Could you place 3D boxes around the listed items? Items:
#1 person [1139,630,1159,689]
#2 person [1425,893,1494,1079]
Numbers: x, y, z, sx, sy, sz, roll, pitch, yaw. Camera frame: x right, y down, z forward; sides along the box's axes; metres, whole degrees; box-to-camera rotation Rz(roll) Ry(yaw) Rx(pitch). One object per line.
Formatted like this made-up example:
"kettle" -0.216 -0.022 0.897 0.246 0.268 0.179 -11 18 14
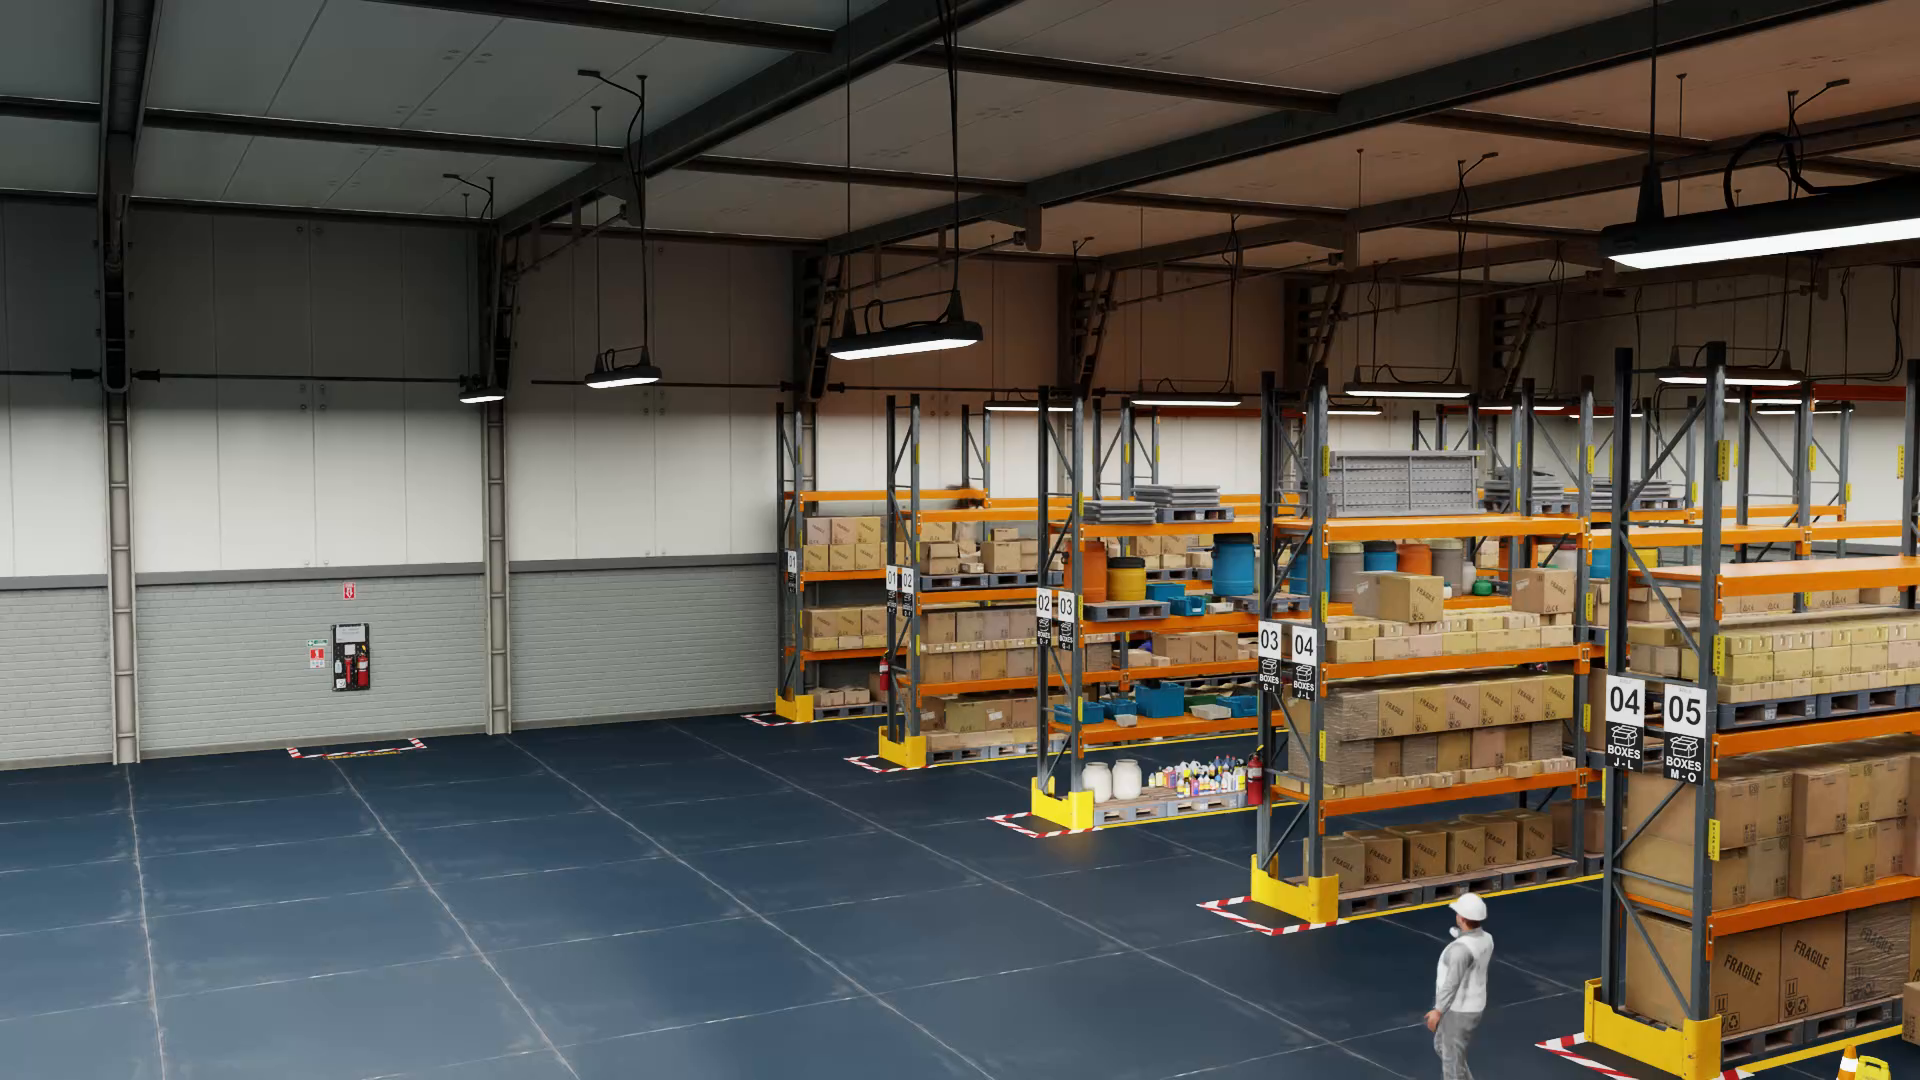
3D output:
"person" 3.591 2.539 31.756 0.454 1.654 0.363 -2 4 -25
"person" 3.794 3.583 12.710 0.508 1.809 0.568 1 4 24
